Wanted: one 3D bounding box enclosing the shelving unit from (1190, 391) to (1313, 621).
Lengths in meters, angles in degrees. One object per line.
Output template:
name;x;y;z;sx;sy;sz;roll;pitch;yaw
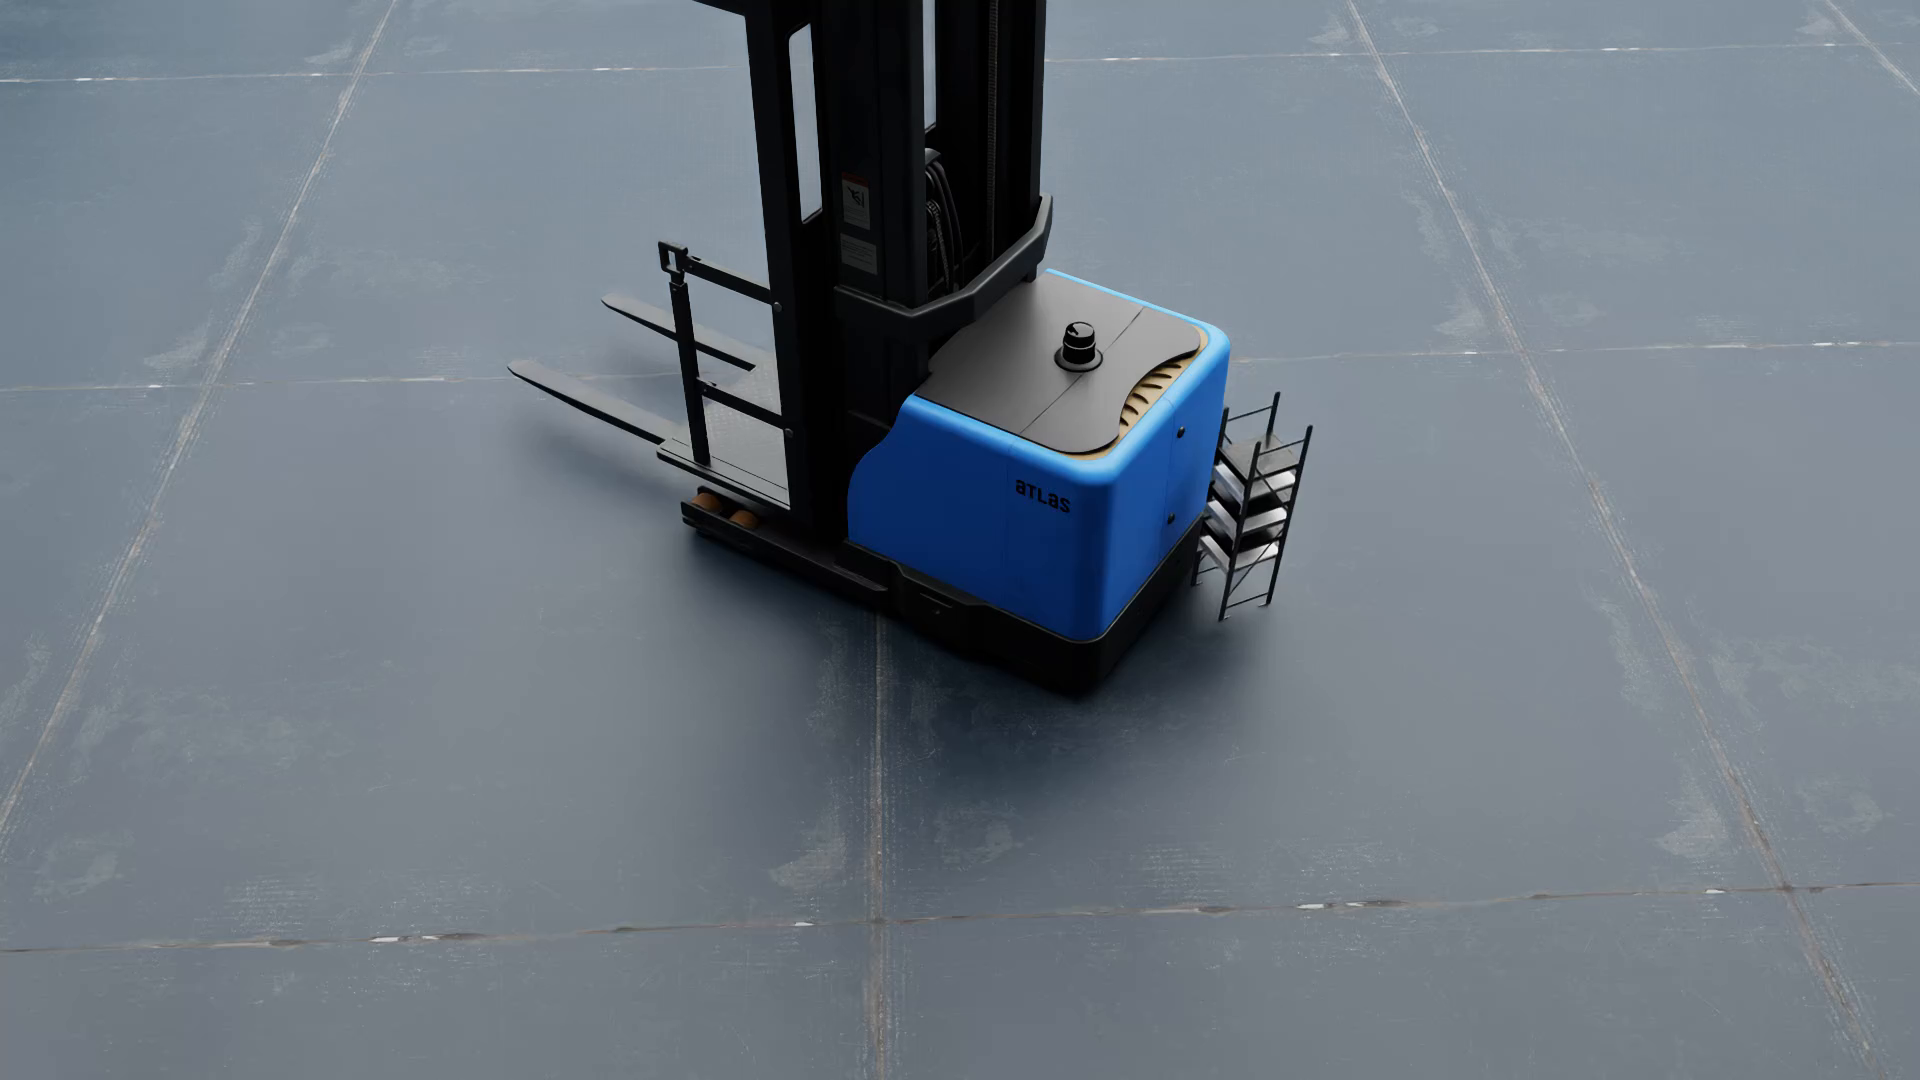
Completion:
shelving unit;1.074;-0.111;6.195;0.258;0.900;0.210;-18;47;-20

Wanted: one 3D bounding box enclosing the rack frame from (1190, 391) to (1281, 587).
rack frame;1.029;-0.176;6.260;0.240;0.900;0.006;-18;47;-20

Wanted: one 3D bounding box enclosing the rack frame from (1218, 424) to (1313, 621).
rack frame;1.120;-0.047;6.131;0.240;0.900;0.006;-18;47;-20

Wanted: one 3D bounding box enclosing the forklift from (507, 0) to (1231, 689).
forklift;-0.525;-1.309;6.009;3.031;2.935;1.130;24;47;24

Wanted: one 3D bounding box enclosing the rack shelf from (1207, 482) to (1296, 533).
rack shelf;1.077;-0.152;6.156;0.258;0.077;0.200;-18;47;-20

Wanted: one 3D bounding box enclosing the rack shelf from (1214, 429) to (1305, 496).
rack shelf;1.083;-0.282;6.032;0.258;0.077;0.200;-18;47;-20

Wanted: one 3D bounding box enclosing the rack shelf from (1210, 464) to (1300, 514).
rack shelf;1.080;-0.217;6.094;0.258;0.077;0.200;-18;47;-20

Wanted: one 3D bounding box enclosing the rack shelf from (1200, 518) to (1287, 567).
rack shelf;1.070;-0.022;6.281;0.258;0.077;0.200;-18;47;-20

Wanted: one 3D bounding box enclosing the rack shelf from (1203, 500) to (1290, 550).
rack shelf;1.073;-0.087;6.219;0.258;0.077;0.200;-18;47;-20

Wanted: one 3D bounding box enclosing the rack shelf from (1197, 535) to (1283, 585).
rack shelf;1.066;0.043;6.343;0.258;0.077;0.200;-18;47;-20
